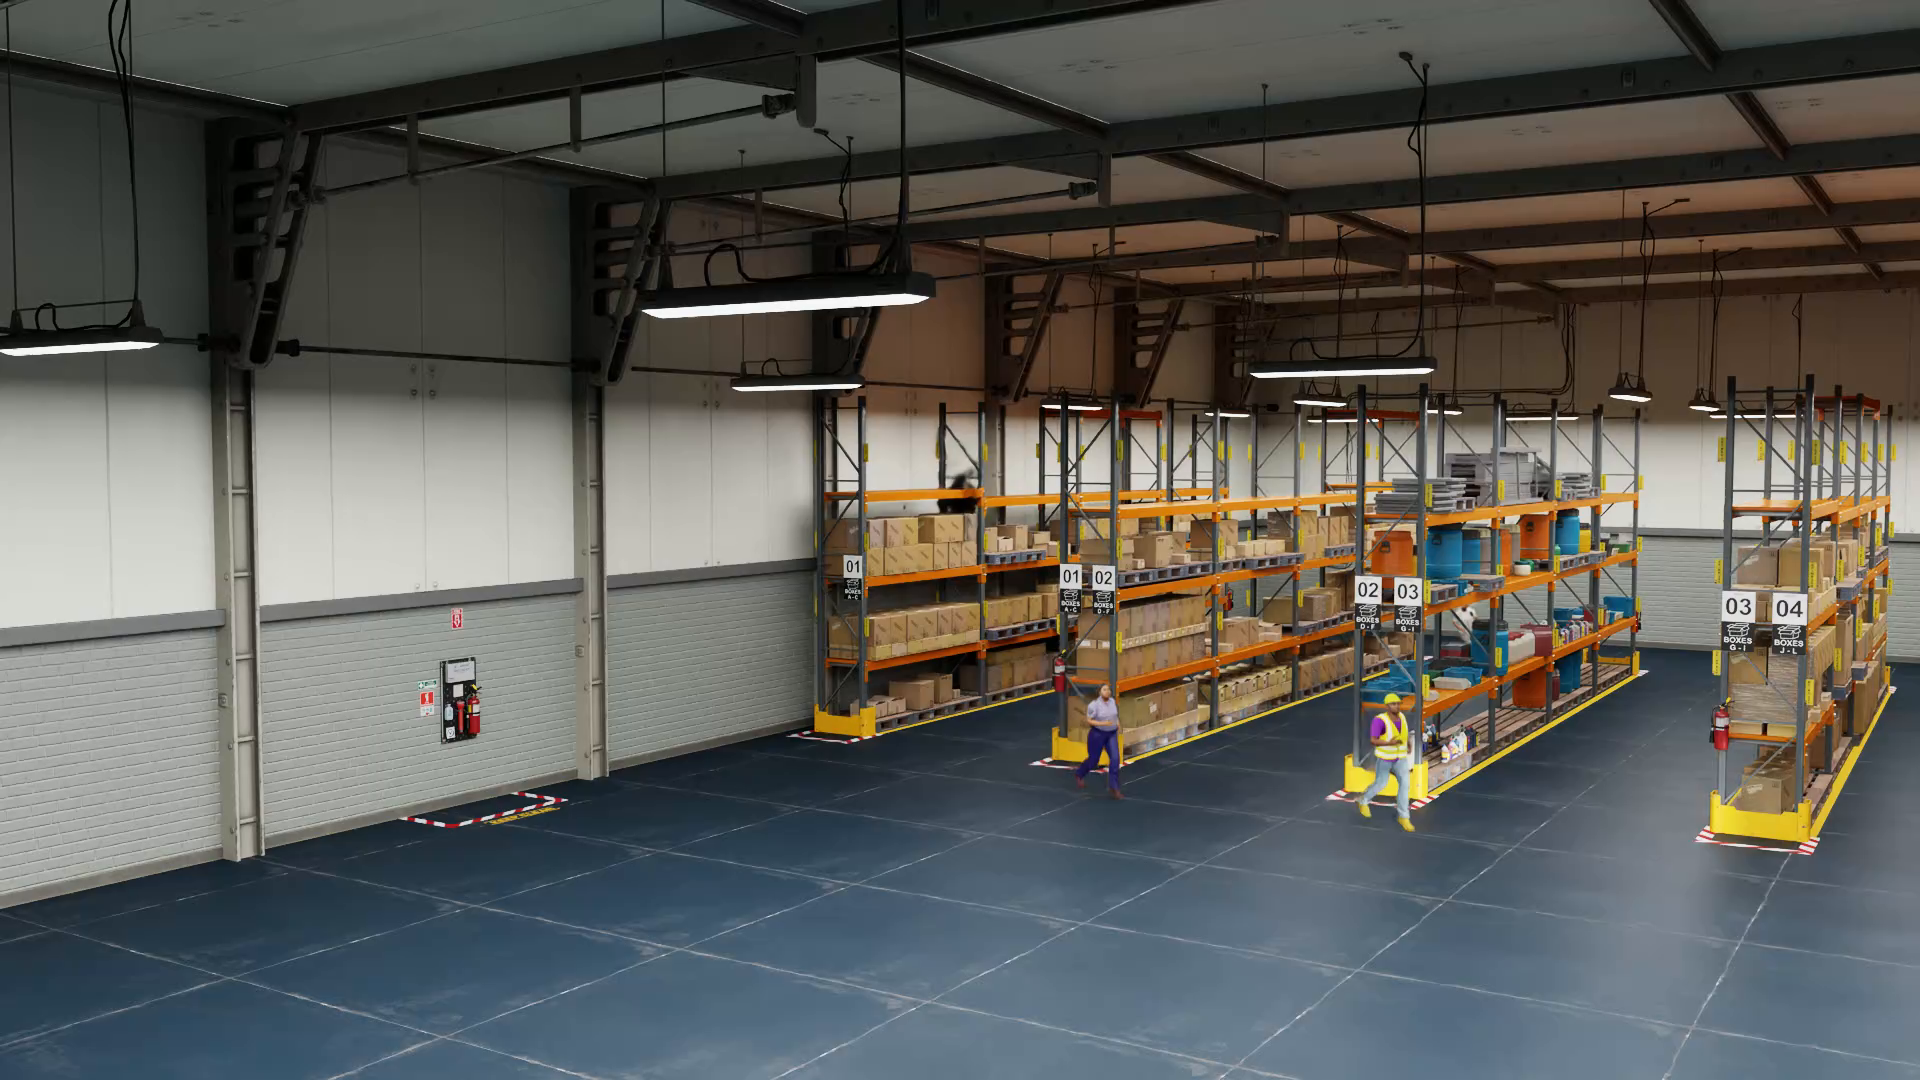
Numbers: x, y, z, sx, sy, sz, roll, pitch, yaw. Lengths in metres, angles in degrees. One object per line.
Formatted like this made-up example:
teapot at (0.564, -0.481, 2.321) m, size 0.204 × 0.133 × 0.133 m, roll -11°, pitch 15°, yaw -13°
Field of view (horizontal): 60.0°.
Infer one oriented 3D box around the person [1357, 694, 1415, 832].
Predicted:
person at (5.763, 2.943, 22.337) m, size 0.711 × 1.799 × 0.957 m, roll -1°, pitch 3°, yaw -20°

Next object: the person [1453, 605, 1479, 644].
person at (11.942, 2.167, 39.139) m, size 0.687 × 1.585 × 0.566 m, roll 0°, pitch 3°, yaw 6°

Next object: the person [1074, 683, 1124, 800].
person at (2.069, 2.909, 24.305) m, size 0.613 × 1.675 × 0.938 m, roll -2°, pitch 3°, yaw -27°
